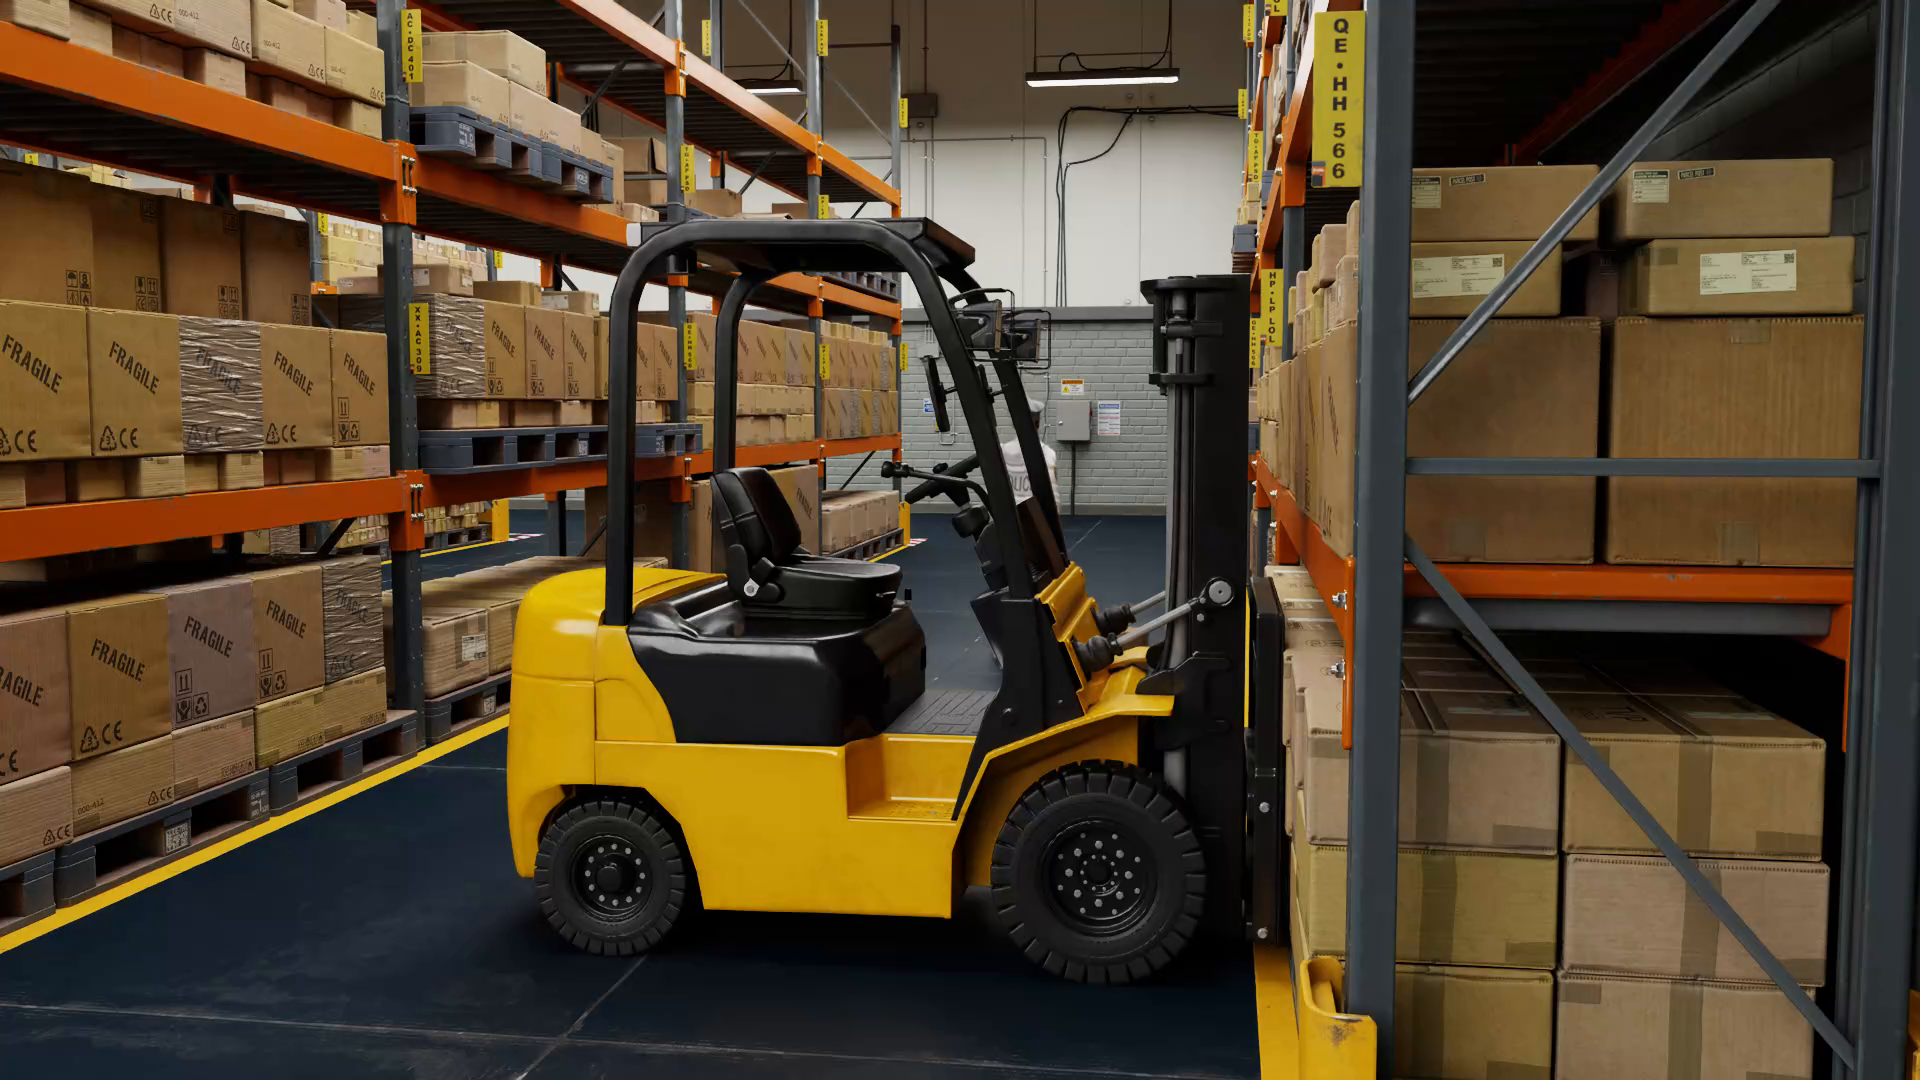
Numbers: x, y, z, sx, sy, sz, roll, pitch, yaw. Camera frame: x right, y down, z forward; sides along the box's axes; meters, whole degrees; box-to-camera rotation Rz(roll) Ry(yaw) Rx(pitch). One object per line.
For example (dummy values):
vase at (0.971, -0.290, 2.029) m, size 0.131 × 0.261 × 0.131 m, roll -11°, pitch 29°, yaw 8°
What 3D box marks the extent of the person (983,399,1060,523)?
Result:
person at (0.374, -0.069, 10.531) m, size 0.625 × 1.646 × 0.825 m, roll 2°, pitch 5°, yaw 27°
